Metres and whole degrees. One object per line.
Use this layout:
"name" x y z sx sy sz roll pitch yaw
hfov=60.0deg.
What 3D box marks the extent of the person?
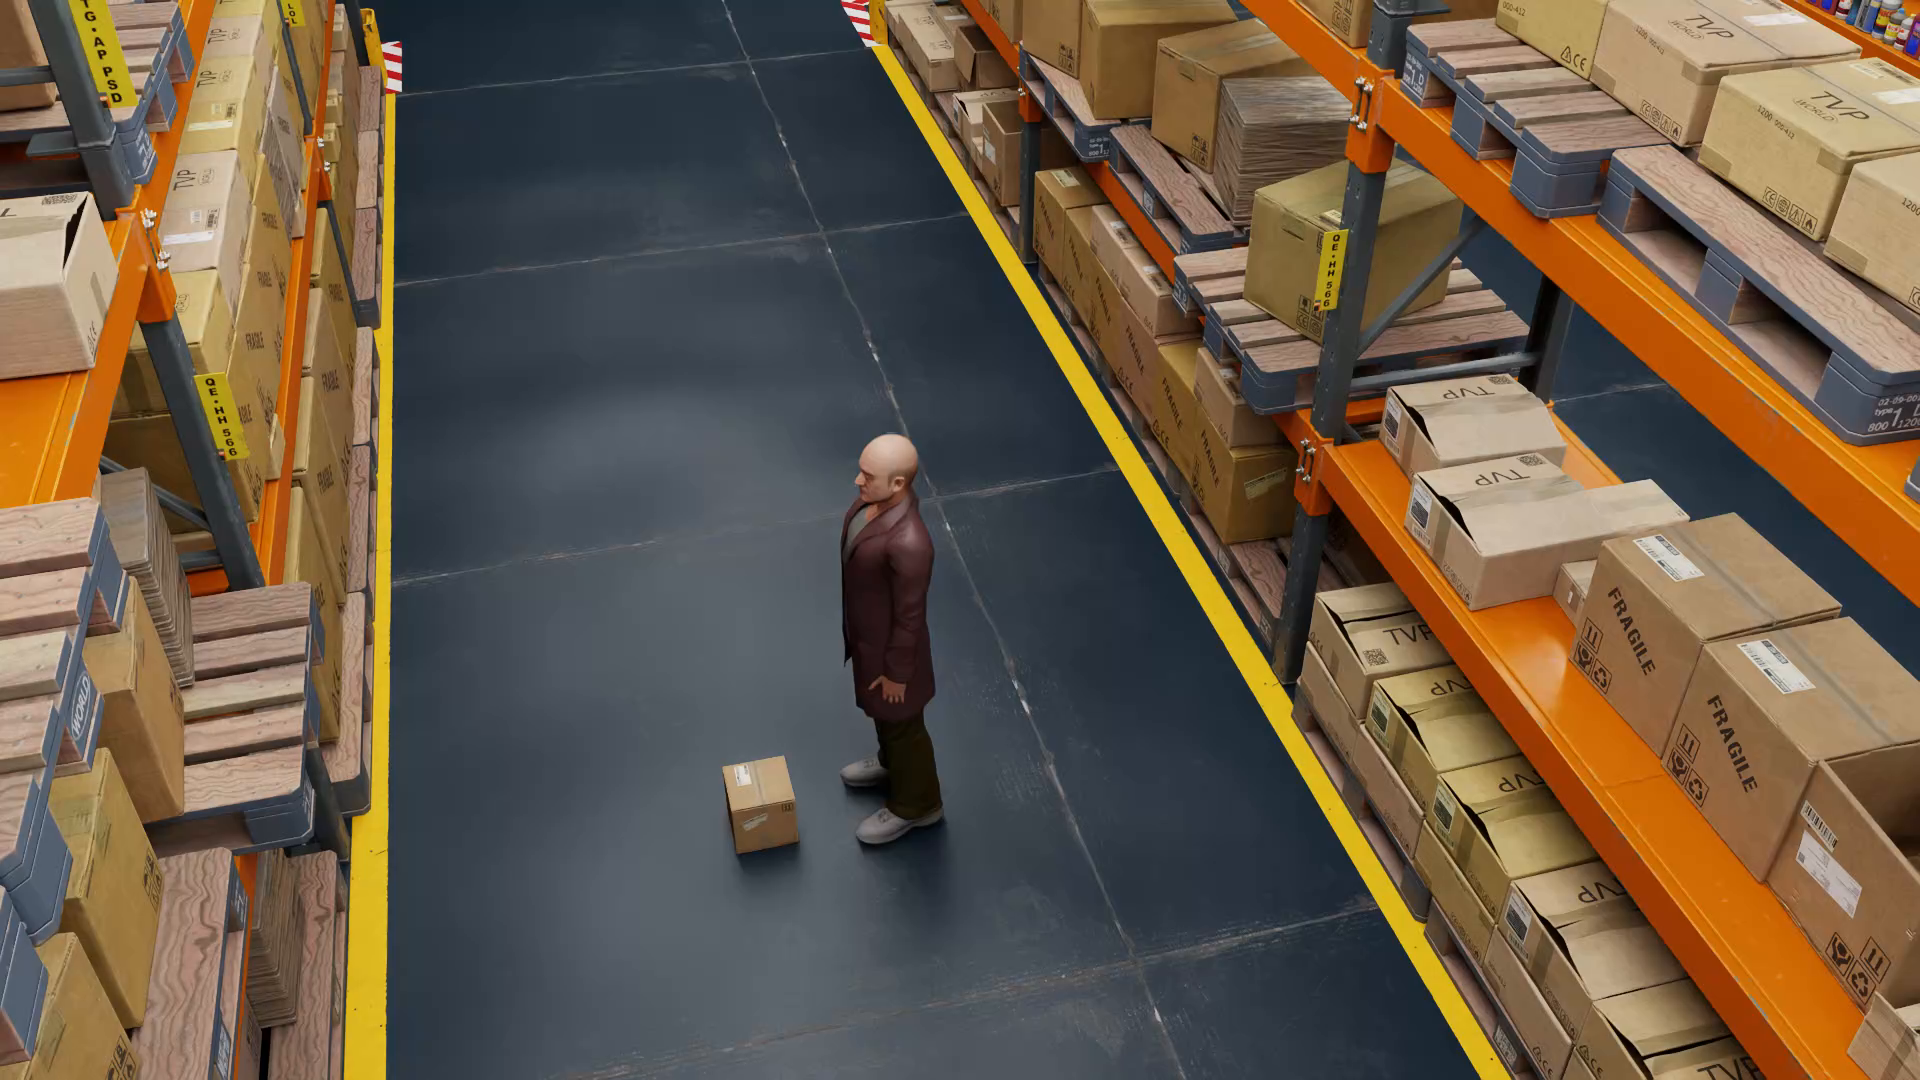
"person" -0.273 0.370 6.228 0.374 1.784 0.562 -8 38 -11
